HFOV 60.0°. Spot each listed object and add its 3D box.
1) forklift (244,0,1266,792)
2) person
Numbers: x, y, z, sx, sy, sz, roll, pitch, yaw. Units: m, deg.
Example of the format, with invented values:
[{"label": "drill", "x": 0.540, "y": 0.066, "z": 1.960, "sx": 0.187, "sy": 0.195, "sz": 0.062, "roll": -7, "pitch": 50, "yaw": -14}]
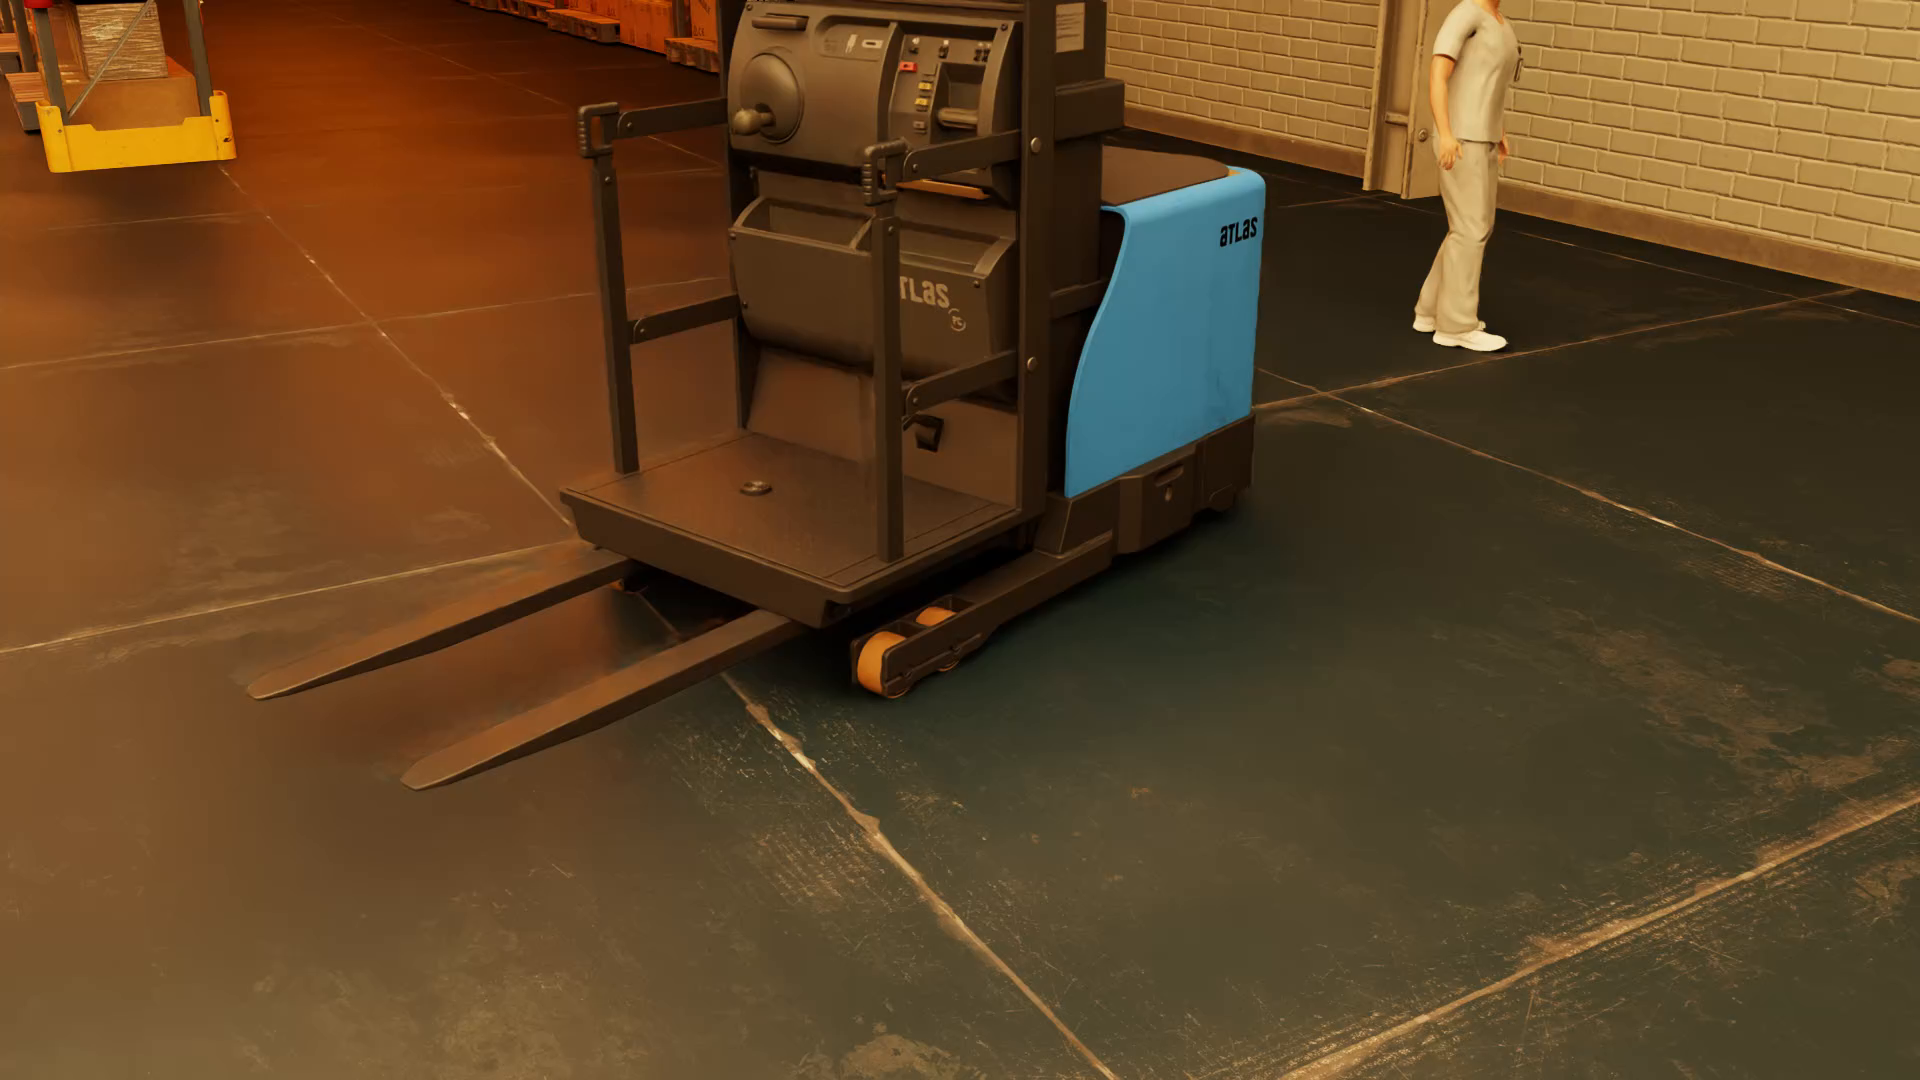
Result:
[{"label": "forklift", "x": -0.382, "y": -1.173, "z": 4.131, "sx": 1.130, "sy": 2.935, "sz": 3.031, "roll": 17, "pitch": 28, "yaw": 36}, {"label": "person", "x": 2.195, "y": -1.655, "z": 6.978, "sx": 0.457, "sy": 1.664, "sz": 0.621, "roll": 14, "pitch": 26, "yaw": 30}]
